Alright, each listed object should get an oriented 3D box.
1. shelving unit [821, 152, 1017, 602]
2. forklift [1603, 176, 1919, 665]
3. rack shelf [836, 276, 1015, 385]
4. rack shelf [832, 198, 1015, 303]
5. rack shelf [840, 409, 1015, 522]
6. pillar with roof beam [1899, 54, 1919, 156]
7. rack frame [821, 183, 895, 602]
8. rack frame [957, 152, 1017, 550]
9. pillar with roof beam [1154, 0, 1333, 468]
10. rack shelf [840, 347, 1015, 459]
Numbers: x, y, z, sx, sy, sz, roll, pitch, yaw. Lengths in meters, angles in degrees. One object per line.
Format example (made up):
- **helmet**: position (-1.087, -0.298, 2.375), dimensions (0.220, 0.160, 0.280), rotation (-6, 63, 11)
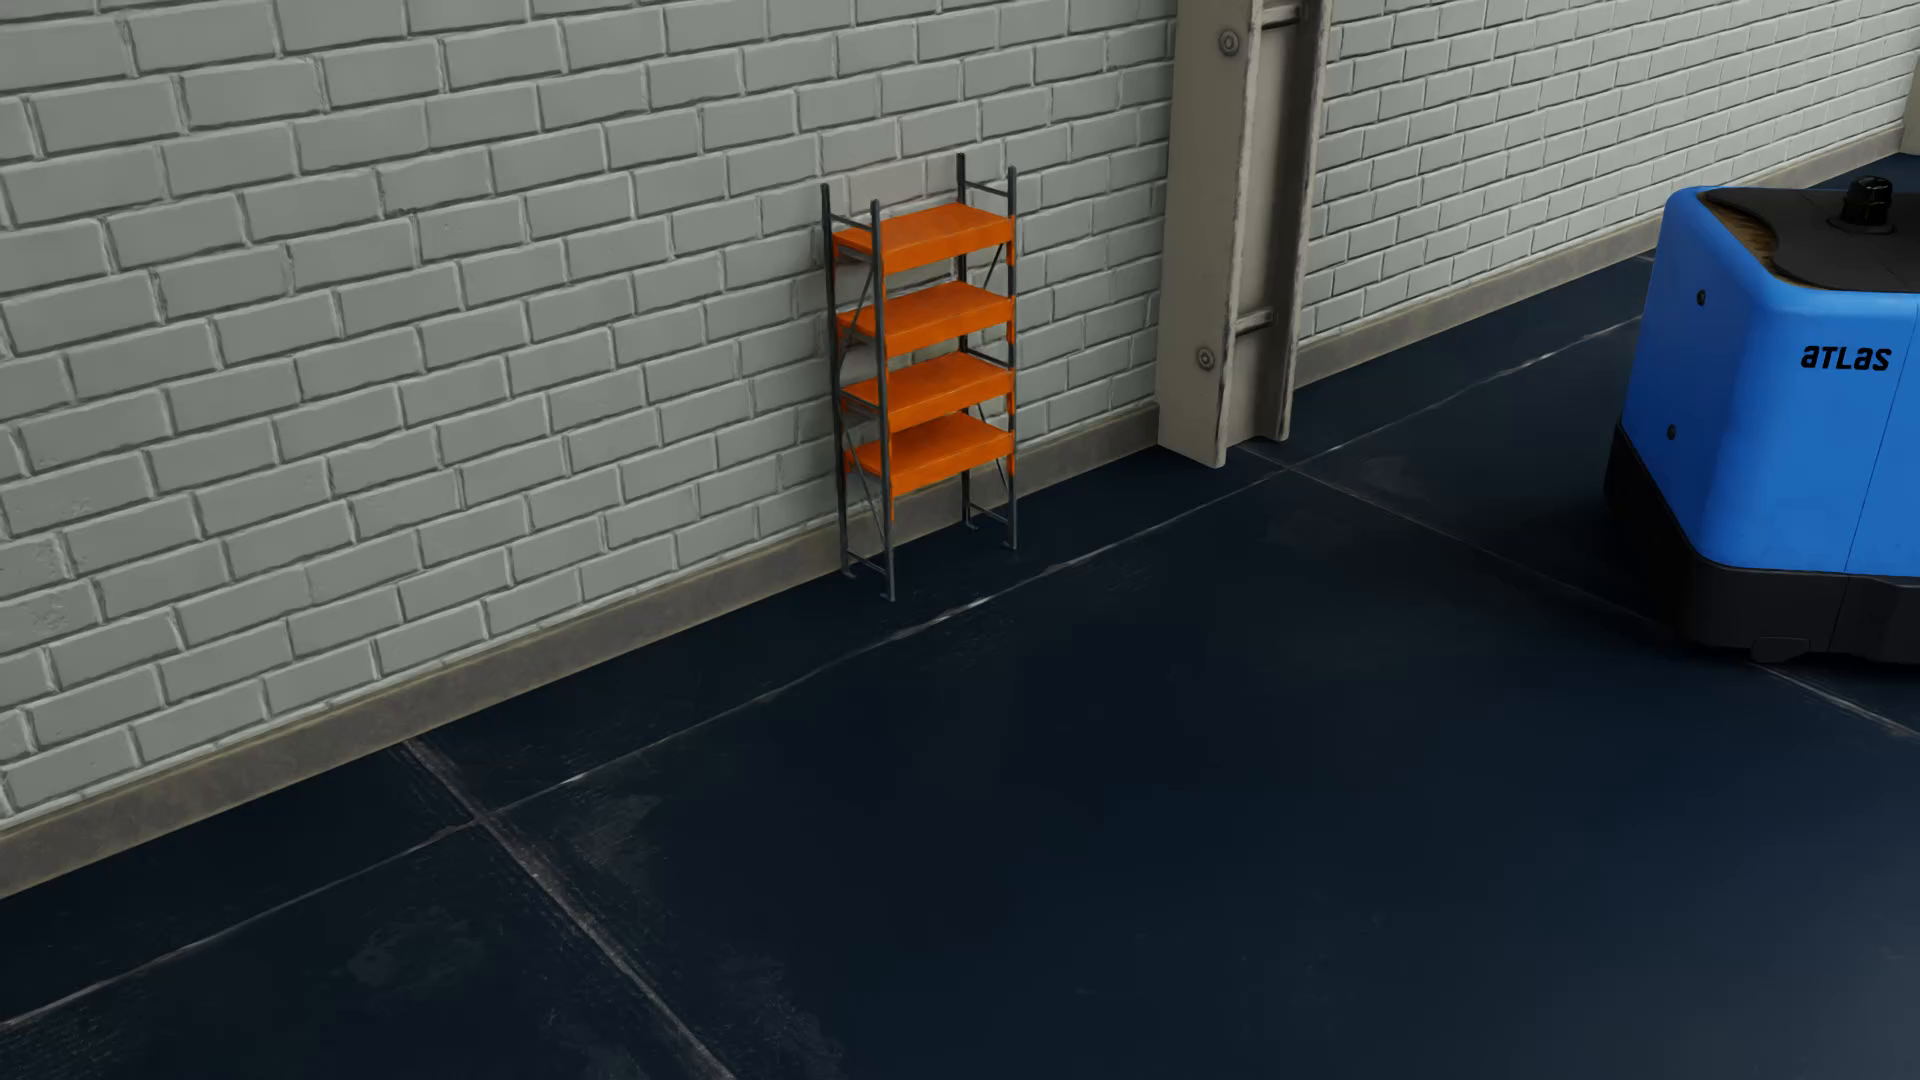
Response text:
- **shelving unit**: position (-0.101, -0.468, 4.847), dimensions (0.503, 1.200, 0.258), rotation (-22, 34, -35)
- **forklift**: position (3.544, -1.109, 4.216), dimensions (3.031, 2.935, 1.130), rotation (3, 28, 6)
- **rack shelf**: position (-0.103, -0.608, 4.775), dimensions (0.480, 0.148, 0.258), rotation (-22, 34, -35)
- **rack shelf**: position (-0.107, -0.818, 4.668), dimensions (0.480, 0.148, 0.258), rotation (-22, 34, -35)
- **rack shelf**: position (-0.097, -0.232, 4.968), dimensions (0.480, 0.148, 0.258), rotation (-22, 34, -35)
- **pillar with roof beam**: position (8.285, -4.620, 4.348), dimensions (0.400, 9.000, 9.100), rotation (-22, 35, -35)
- **rack frame**: position (-0.285, -0.393, 4.705), dimensions (0.015, 1.200, 0.240), rotation (-22, 34, -35)
- **rack frame**: position (0.084, -0.544, 4.988), dimensions (0.015, 1.200, 0.240), rotation (-22, 34, -35)
- **pillar with roof beam**: position (3.721, -2.785, 0.913), dimensions (0.400, 9.000, 9.100), rotation (-22, 35, -35)
- **rack shelf**: position (-0.100, -0.409, 4.877), dimensions (0.480, 0.148, 0.258), rotation (-22, 34, -35)
